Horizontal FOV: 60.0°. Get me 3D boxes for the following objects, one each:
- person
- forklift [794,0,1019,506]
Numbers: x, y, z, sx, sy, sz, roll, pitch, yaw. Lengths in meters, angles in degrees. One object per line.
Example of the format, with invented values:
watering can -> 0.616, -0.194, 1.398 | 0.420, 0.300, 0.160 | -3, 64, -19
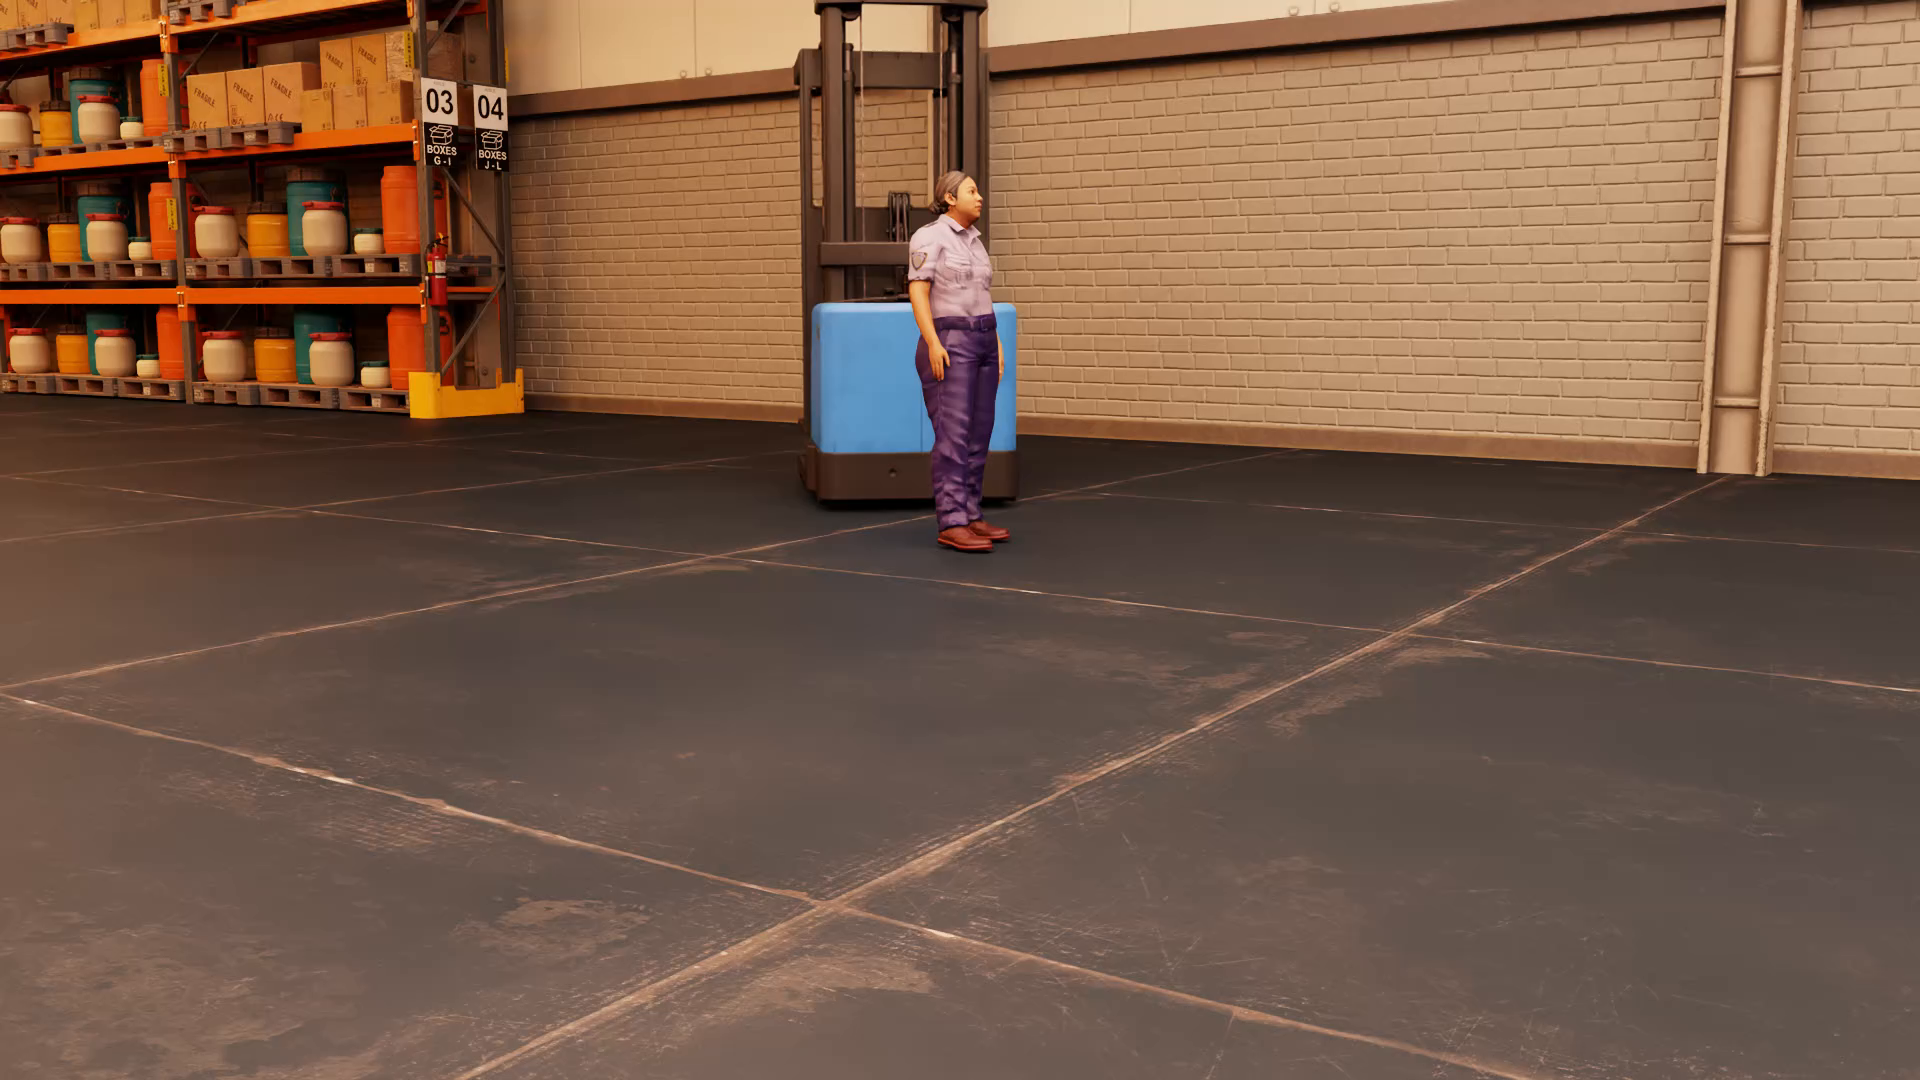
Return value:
person -> 0.062, -0.813, 7.418 | 0.502, 1.651, 0.598 | 5, 10, 34
forklift -> -0.410, -1.804, 9.883 | 1.130, 2.935, 3.031 | -1, 8, -8
